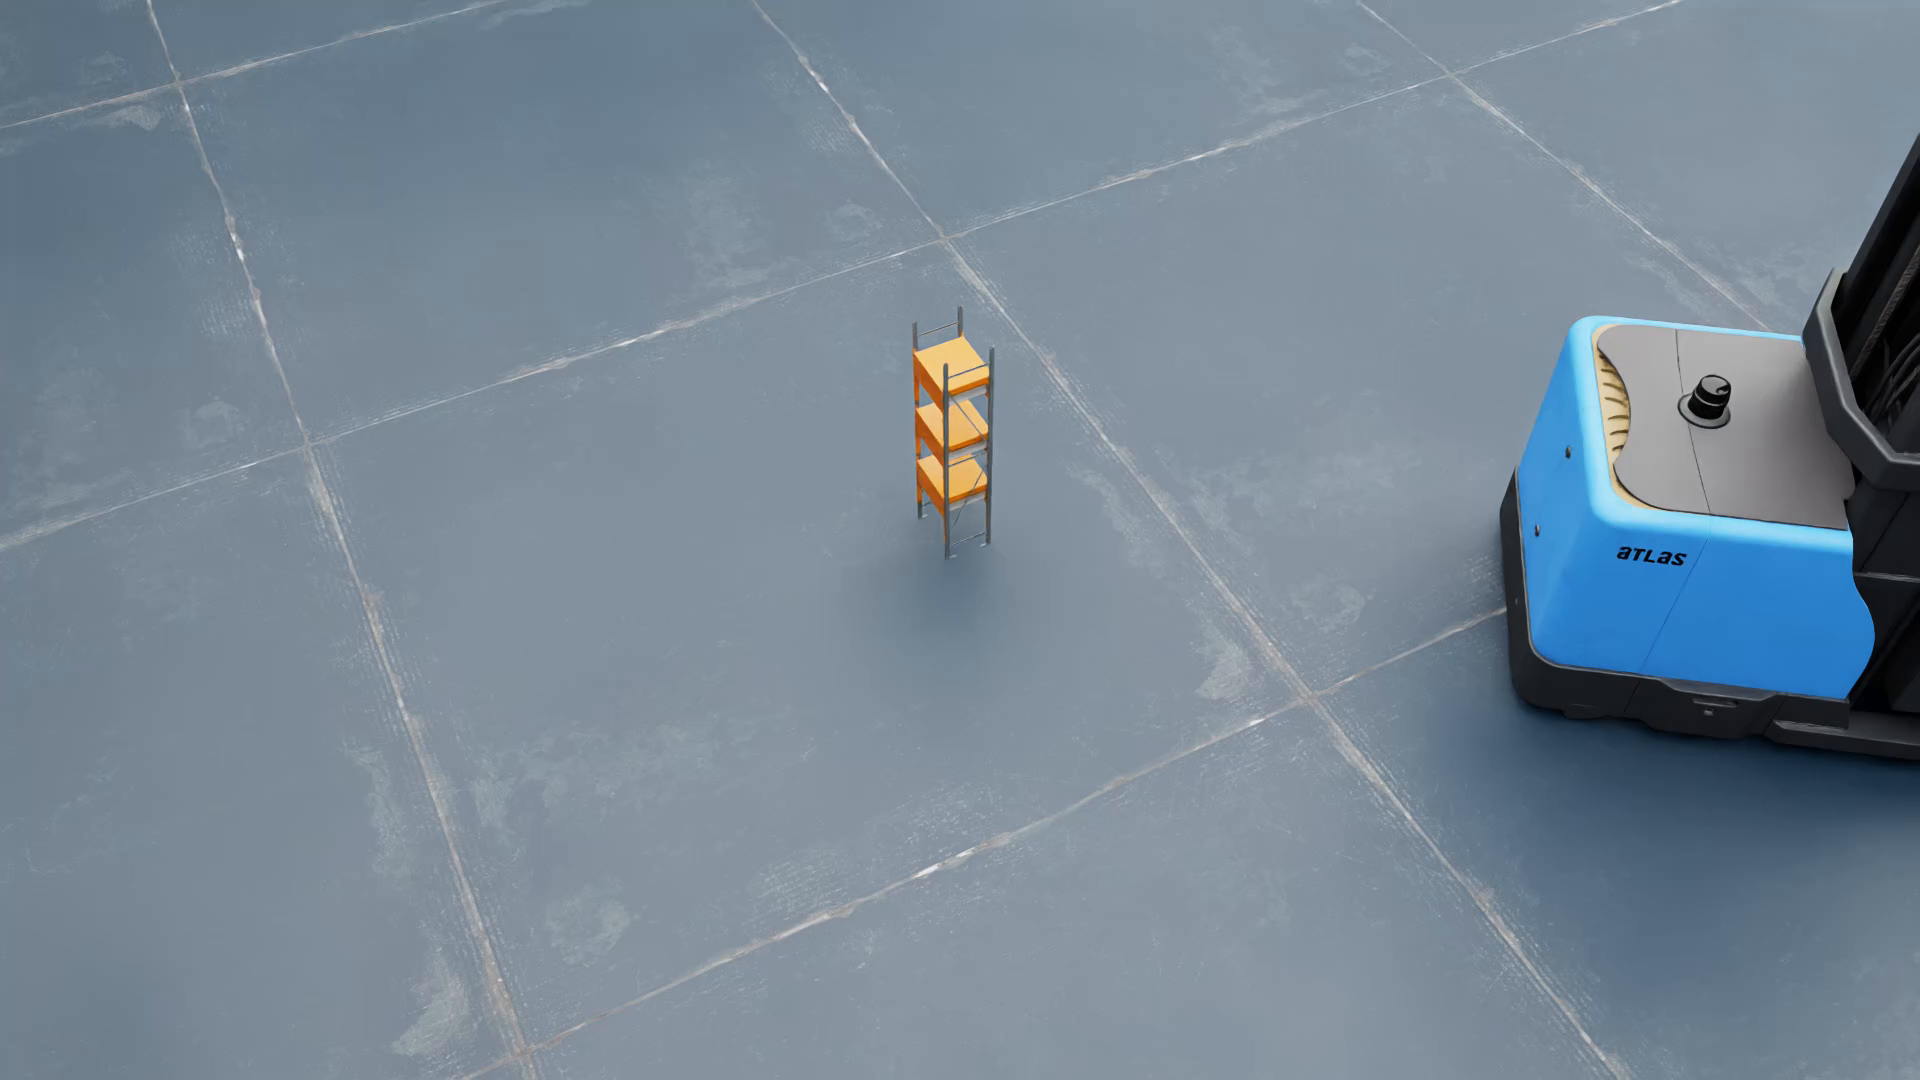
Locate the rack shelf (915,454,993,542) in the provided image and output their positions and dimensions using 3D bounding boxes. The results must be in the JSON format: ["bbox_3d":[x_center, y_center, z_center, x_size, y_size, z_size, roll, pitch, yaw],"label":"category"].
[{"bbox_3d":[-0.024,-0.192,6.496,0.215,0.259,0.240,-21,52,-18],"label":"rack shelf"}]

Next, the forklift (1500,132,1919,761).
[{"bbox_3d":[3.585,-0.536,5.164,3.031,2.935,1.130,7,49,6],"label":"forklift"}]

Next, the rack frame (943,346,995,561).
[{"bbox_3d":[0.031,-0.300,6.207,0.200,1.050,0.008,-21,52,-18],"label":"rack frame"}]

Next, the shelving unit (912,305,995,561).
[{"bbox_3d":[-0.024,-0.381,6.279,0.215,1.050,0.252,-21,52,-18],"label":"shelving unit"}]

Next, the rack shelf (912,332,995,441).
[{"bbox_3d":[-0.024,-0.561,6.073,0.215,0.259,0.240,-21,52,-18],"label":"rack shelf"}]

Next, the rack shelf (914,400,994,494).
[{"bbox_3d":[-0.024,-0.374,6.287,0.215,0.259,0.240,-21,52,-18],"label":"rack shelf"}]

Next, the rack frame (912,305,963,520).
[{"bbox_3d":[-0.080,-0.463,6.350,0.200,1.050,0.008,-21,52,-18],"label":"rack frame"}]
